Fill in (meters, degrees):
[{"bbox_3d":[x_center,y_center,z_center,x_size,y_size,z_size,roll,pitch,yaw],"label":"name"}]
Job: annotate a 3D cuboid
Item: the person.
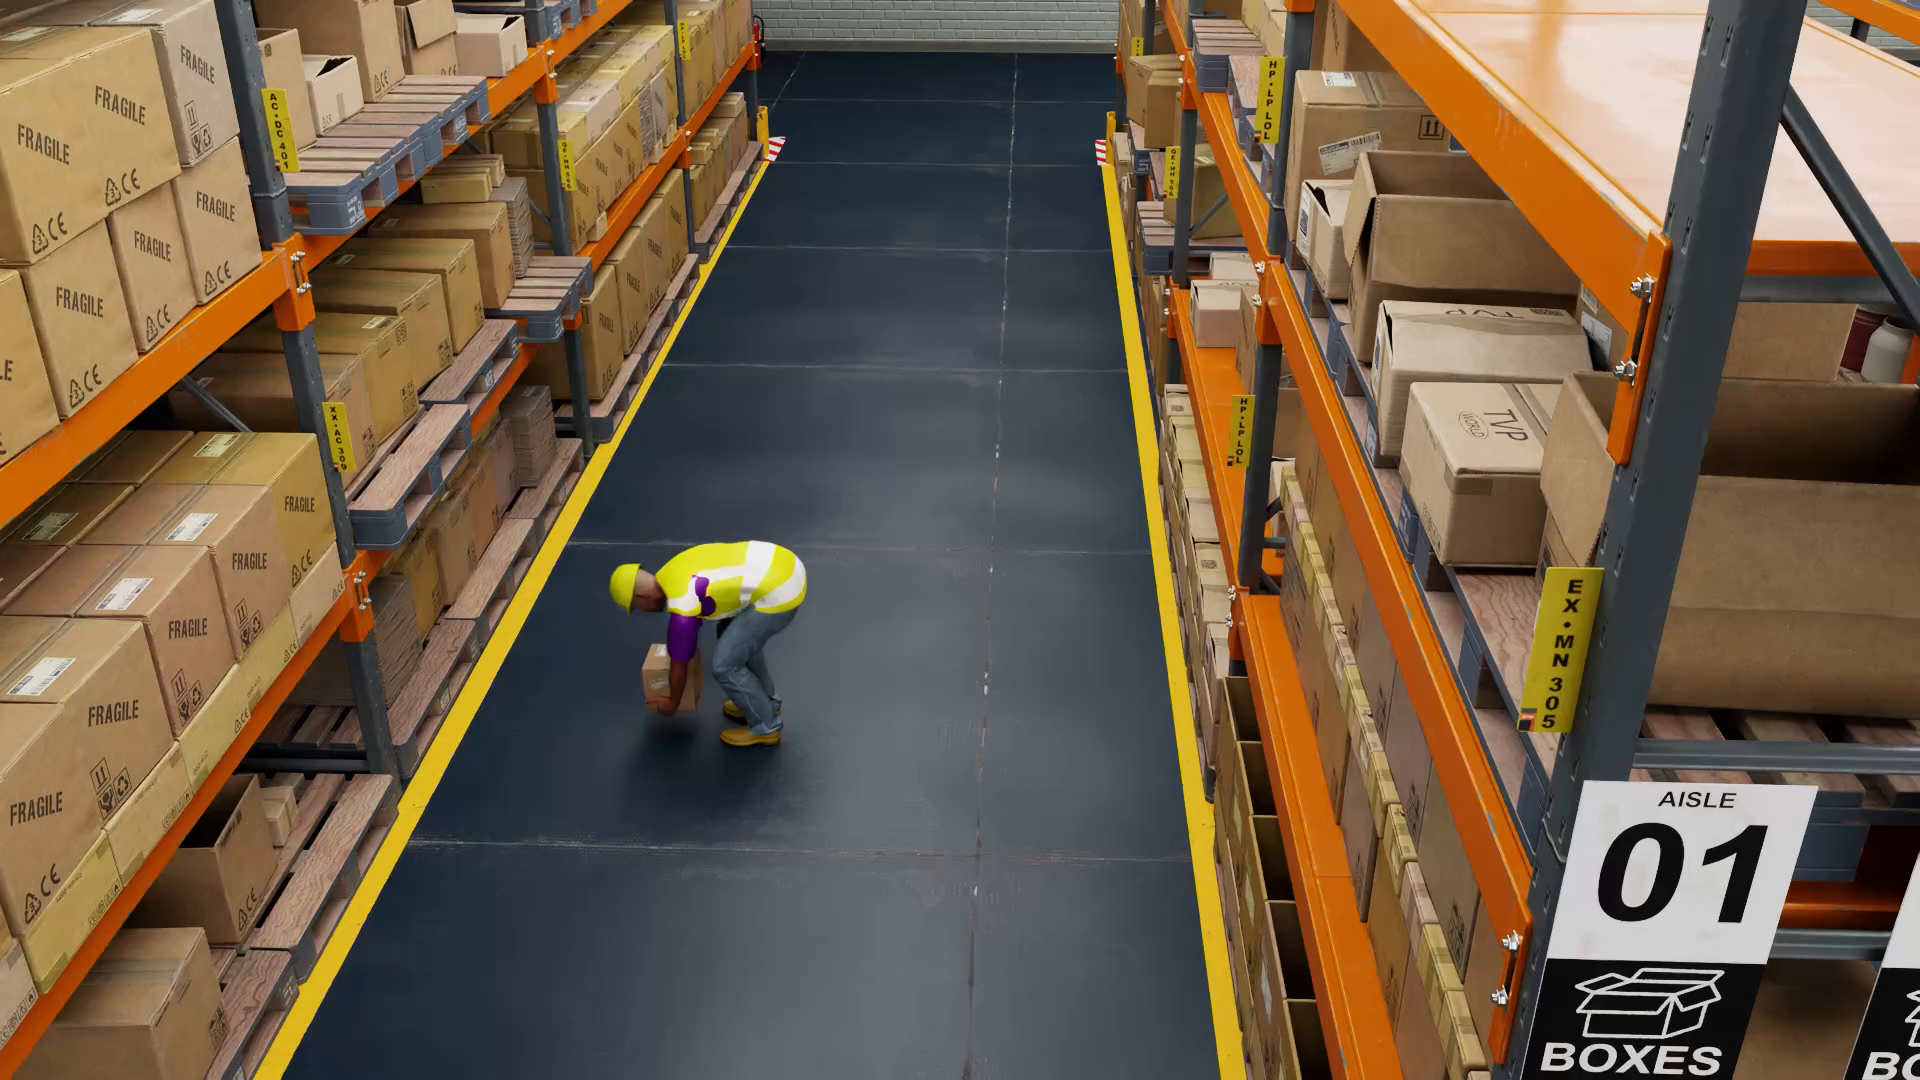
[{"bbox_3d":[-1.252,0.508,8.402,0.980,1.043,0.486,0,28,1],"label":"person"}]
